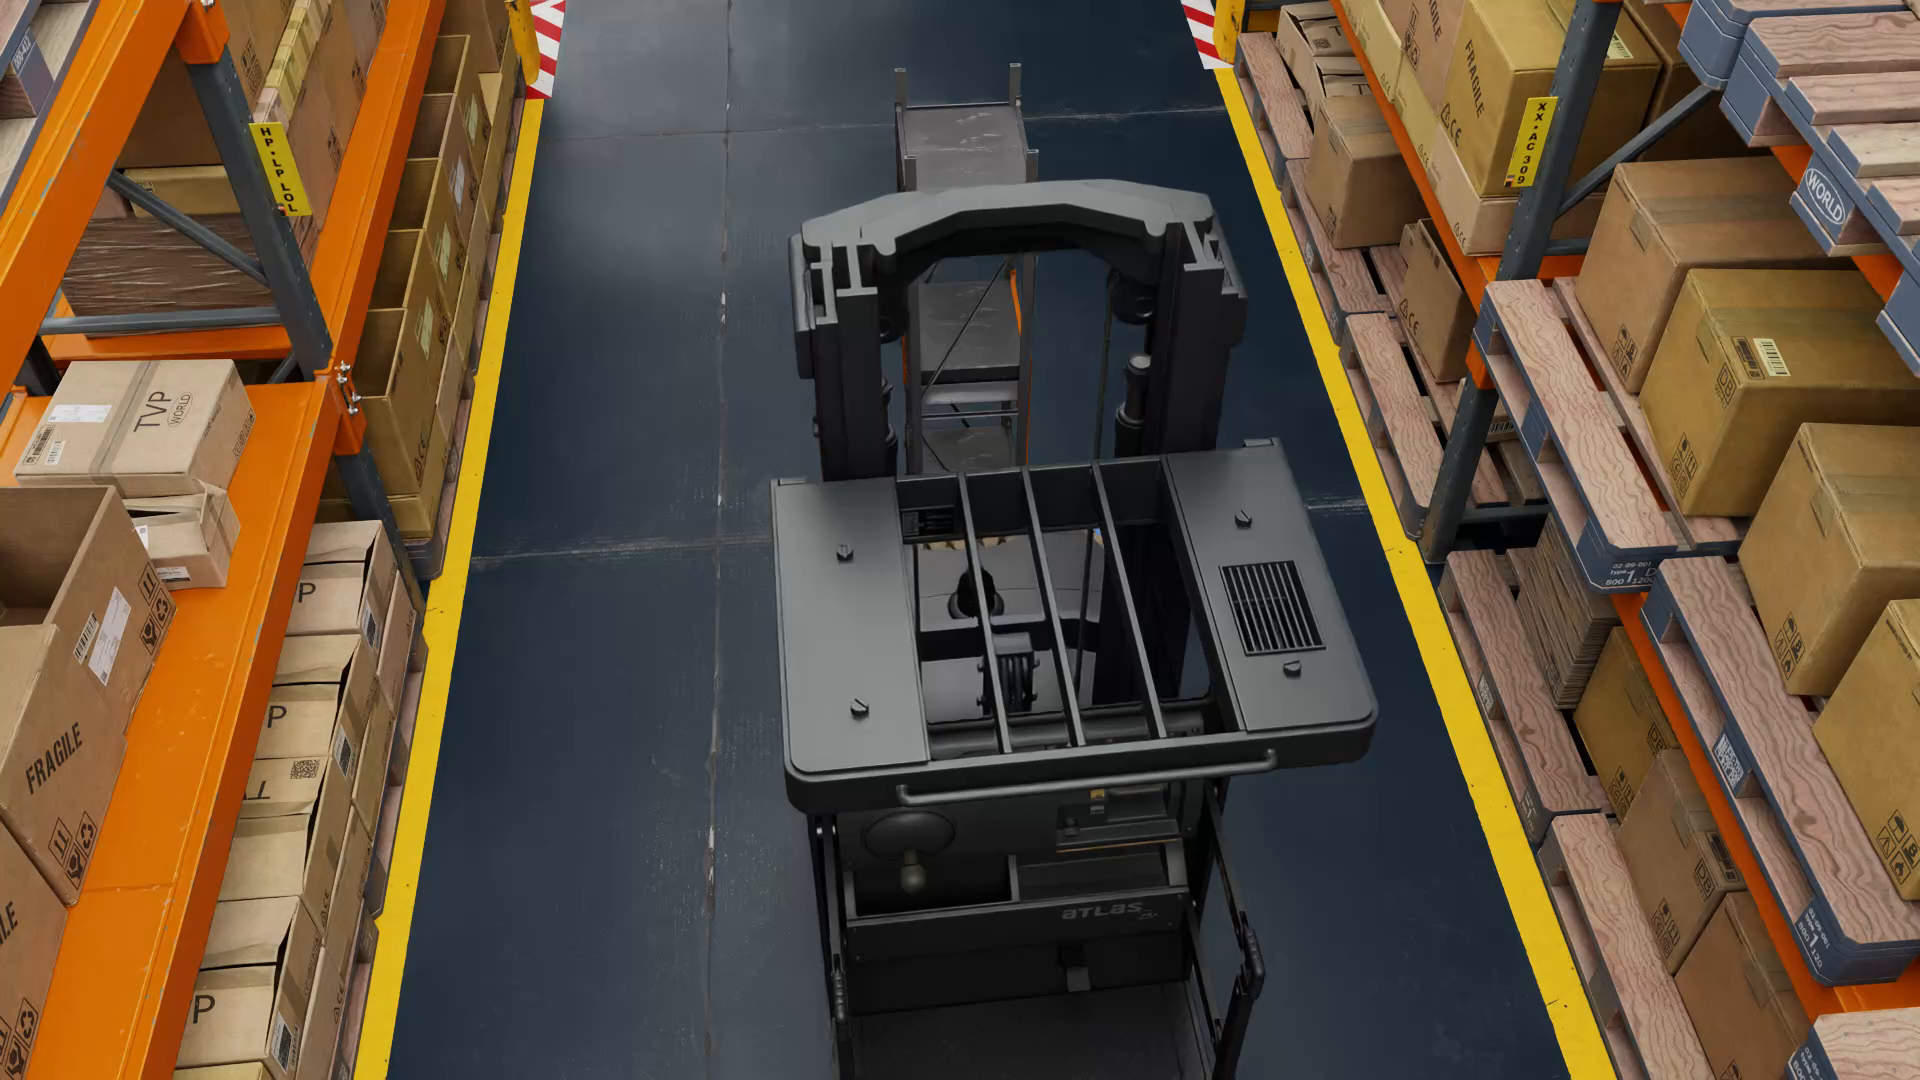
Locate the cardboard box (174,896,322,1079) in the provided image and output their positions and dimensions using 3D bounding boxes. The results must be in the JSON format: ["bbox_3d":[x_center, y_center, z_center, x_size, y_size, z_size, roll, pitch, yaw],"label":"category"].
[{"bbox_3d":[-2.133,1.287,4.684,0.500,0.311,0.500,-4,47,-4],"label":"cardboard box"}]

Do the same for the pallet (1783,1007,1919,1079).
[{"bbox_3d":[2.524,1.449,3.444,1.213,0.211,1.003,-3,47,-3],"label":"pallet"}]

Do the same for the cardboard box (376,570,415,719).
[{"bbox_3d":[-2.257,0.385,5.924,0.500,0.250,0.500,-4,47,-4],"label":"cardboard box"}]

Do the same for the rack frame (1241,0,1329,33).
[{"bbox_3d":[2.021,-3.896,8.374,1.000,3.000,0.127,-3,47,-3],"label":"rack frame"}]

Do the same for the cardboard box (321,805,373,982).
[{"bbox_3d":[-2.173,1.121,5.227,0.500,0.250,0.500,-3,47,-2],"label":"cardboard box"}]

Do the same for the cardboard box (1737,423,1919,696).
[{"bbox_3d":[2.490,0.062,4.254,0.700,0.500,0.500,2,47,2],"label":"cardboard box"}]

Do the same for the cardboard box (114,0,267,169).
[{"bbox_3d":[-2.624,-1.499,5.142,0.700,0.500,0.500,-3,47,-3],"label":"cardboard box"}]

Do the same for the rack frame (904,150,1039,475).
[{"bbox_3d":[0.034,-0.426,5.707,0.400,2.100,0.015,-3,47,-3],"label":"rack frame"}]

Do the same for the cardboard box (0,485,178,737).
[{"bbox_3d":[-2.488,0.205,4.421,0.500,0.500,0.500,0,47,0],"label":"cardboard box"}]

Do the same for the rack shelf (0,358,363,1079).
[{"bbox_3d":[-2.413,0.996,4.236,1.077,0.370,4.000,-3,47,-3],"label":"rack shelf"}]

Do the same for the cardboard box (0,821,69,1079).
[{"bbox_3d":[-2.402,0.948,3.717,0.500,0.500,0.500,-6,47,-5],"label":"cardboard box"}]

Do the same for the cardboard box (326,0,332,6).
[{"bbox_3d":[-2.522,-2.094,6.152,0.380,0.149,0.250,-5,47,-4],"label":"cardboard box"}]

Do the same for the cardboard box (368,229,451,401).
[{"bbox_3d":[-2.357,-0.871,6.597,0.500,0.500,0.500,-3,47,-3],"label":"cardboard box"}]

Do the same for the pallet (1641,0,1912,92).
[{"bbox_3d":[2.301,-1.516,4.183,1.213,0.211,1.003,-3,47,-3],"label":"pallet"}]

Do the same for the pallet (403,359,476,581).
[{"bbox_3d":[-2.605,-0.317,6.905,1.003,0.211,1.213,-3,47,-3],"label":"pallet"}]

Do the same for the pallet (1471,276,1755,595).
[{"bbox_3d":[2.274,-0.374,5.171,1.003,0.211,1.213,-3,47,-3],"label":"pallet"}]

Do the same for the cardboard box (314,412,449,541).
[{"bbox_3d":[-2.317,-0.251,6.527,0.500,0.250,0.500,-3,47,-3],"label":"cardboard box"}]

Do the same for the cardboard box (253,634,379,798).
[{"bbox_3d":[-2.211,0.562,5.371,0.500,0.311,0.500,-2,47,-2],"label":"cardboard box"}]

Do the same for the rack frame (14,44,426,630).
[{"bbox_3d":[-2.581,-0.698,5.345,1.000,3.000,0.127,-3,47,-3],"label":"rack frame"}]

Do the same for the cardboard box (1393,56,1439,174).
[{"bbox_3d":[1.980,-1.643,6.329,0.500,0.250,0.500,-3,47,-3],"label":"cardboard box"}]

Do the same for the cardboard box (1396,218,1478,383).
[{"bbox_3d":[2.229,-1.042,7.090,0.500,0.500,0.500,-7,47,-6],"label":"cardboard box"}]

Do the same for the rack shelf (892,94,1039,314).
[{"bbox_3d":[0.014,-1.074,5.376,0.431,0.518,0.480,-3,47,-3],"label":"rack shelf"}]

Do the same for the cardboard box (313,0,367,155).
[{"bbox_3d":[-2.713,-1.798,6.318,0.700,0.500,0.500,-3,47,-3],"label":"cardboard box"}]

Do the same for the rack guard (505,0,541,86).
[{"bbox_3d":[-2.917,-2.750,9.010,1.175,0.500,0.348,-3,47,-3],"label":"rack guard"}]

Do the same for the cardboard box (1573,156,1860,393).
[{"bbox_3d":[2.364,-0.818,5.086,0.700,0.500,0.500,-3,47,-3],"label":"cardboard box"}]

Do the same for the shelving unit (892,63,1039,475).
[{"bbox_3d":[0.014,-0.602,5.874,0.431,2.100,0.503,-3,47,-3],"label":"shelving unit"}]

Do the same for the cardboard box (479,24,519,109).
[{"bbox_3d":[-2.576,-2.421,8.582,0.500,0.250,0.500,-3,47,-3],"label":"cardboard box"}]

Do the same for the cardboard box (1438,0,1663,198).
[{"bbox_3d":[2.008,-1.539,5.714,0.500,0.500,0.500,-4,47,-3],"label":"cardboard box"}]

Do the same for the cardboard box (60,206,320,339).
[{"bbox_3d":[-2.624,-1.053,5.613,0.700,0.500,0.500,-5,47,-4],"label":"cardboard box"}]

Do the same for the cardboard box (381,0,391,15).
[{"bbox_3d":[-2.805,-2.549,7.029,0.700,0.500,0.500,-3,47,-3],"label":"cardboard box"}]

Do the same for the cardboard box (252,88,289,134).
[{"bbox_3d":[-2.431,-1.344,5.441,0.380,0.149,0.250,-3,47,-3],"label":"cardboard box"}]

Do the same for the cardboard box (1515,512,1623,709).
[{"bbox_3d":[2.434,0.238,5.878,0.700,0.500,0.500,-2,47,-2],"label":"cardboard box"}]

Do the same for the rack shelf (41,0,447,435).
[{"bbox_3d":[-2.748,-1.898,6.977,1.077,0.370,4.000,-3,47,-3],"label":"rack shelf"}]

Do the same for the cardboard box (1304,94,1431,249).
[{"bbox_3d":[2.048,-1.736,7.746,0.700,0.500,0.500,-6,47,-6],"label":"cardboard box"}]

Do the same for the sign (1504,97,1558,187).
[{"bbox_3d":[1.815,-1.261,5.282,0.100,0.325,0.005,-3,47,-3],"label":"sign"}]

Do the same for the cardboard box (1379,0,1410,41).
[{"bbox_3d":[1.929,-2.264,6.402,0.500,0.500,0.500,-5,47,-4],"label":"cardboard box"}]

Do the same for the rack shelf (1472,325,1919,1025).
[{"bbox_3d":[2.523,0.692,4.524,1.077,0.370,4.000,-3,47,-3],"label":"rack shelf"}]

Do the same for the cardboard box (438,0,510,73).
[{"bbox_3d":[-2.574,-2.679,8.310,0.500,0.500,0.500,-3,47,-3],"label":"cardboard box"}]

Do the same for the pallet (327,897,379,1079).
[{"bbox_3d":[-2.375,1.676,5.017,1.003,0.211,1.213,-3,47,-3],"label":"pallet"}]

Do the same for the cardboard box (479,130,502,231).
[{"bbox_3d":[-2.479,-1.699,7.897,0.500,0.250,0.500,-3,47,-3],"label":"cardboard box"}]

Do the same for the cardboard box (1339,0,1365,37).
[{"bbox_3d":[1.879,-2.370,7.018,0.500,0.250,0.500,-3,47,-3],"label":"cardboard box"}]

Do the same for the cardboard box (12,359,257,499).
[{"bbox_3d":[-2.496,-0.293,5.065,0.500,0.250,0.500,-1,47,-1],"label":"cardboard box"}]

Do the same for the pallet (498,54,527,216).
[{"bbox_3d":[-2.810,-2.083,8.577,1.003,0.211,1.213,-3,47,-3],"label":"pallet"}]

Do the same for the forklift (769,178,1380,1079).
[{"bbox_3d":[0.178,0.754,4.017,1.130,2.935,3.031,-5,47,-5],"label":"forklift"}]

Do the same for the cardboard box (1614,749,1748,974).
[{"bbox_3d":[2.529,0.980,5.174,0.700,0.500,0.500,-3,47,-3],"label":"cardboard box"}]

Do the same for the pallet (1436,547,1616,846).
[{"bbox_3d":[2.422,0.520,6.112,1.003,0.211,1.213,-3,47,-3],"label":"pallet"}]

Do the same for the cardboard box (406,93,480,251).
[{"bbox_3d":[-2.435,-1.595,7.283,0.500,0.500,0.500,-3,47,-3],"label":"cardboard box"}]

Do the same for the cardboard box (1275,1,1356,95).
[{"bbox_3d":[1.989,-2.617,8.711,0.500,0.311,0.500,-8,47,-8],"label":"cardboard box"}]

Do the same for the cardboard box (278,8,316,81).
[{"bbox_3d":[-2.478,-1.720,5.797,0.380,0.149,0.250,-4,47,-4],"label":"cardboard box"}]

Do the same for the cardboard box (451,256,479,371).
[{"bbox_3d":[-2.391,-0.975,7.212,0.500,0.250,0.500,-3,47,-3],"label":"cardboard box"}]

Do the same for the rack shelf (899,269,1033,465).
[{"bbox_3d":[0.014,-0.593,5.884,0.431,0.518,0.480,-3,47,-3],"label":"rack shelf"}]
